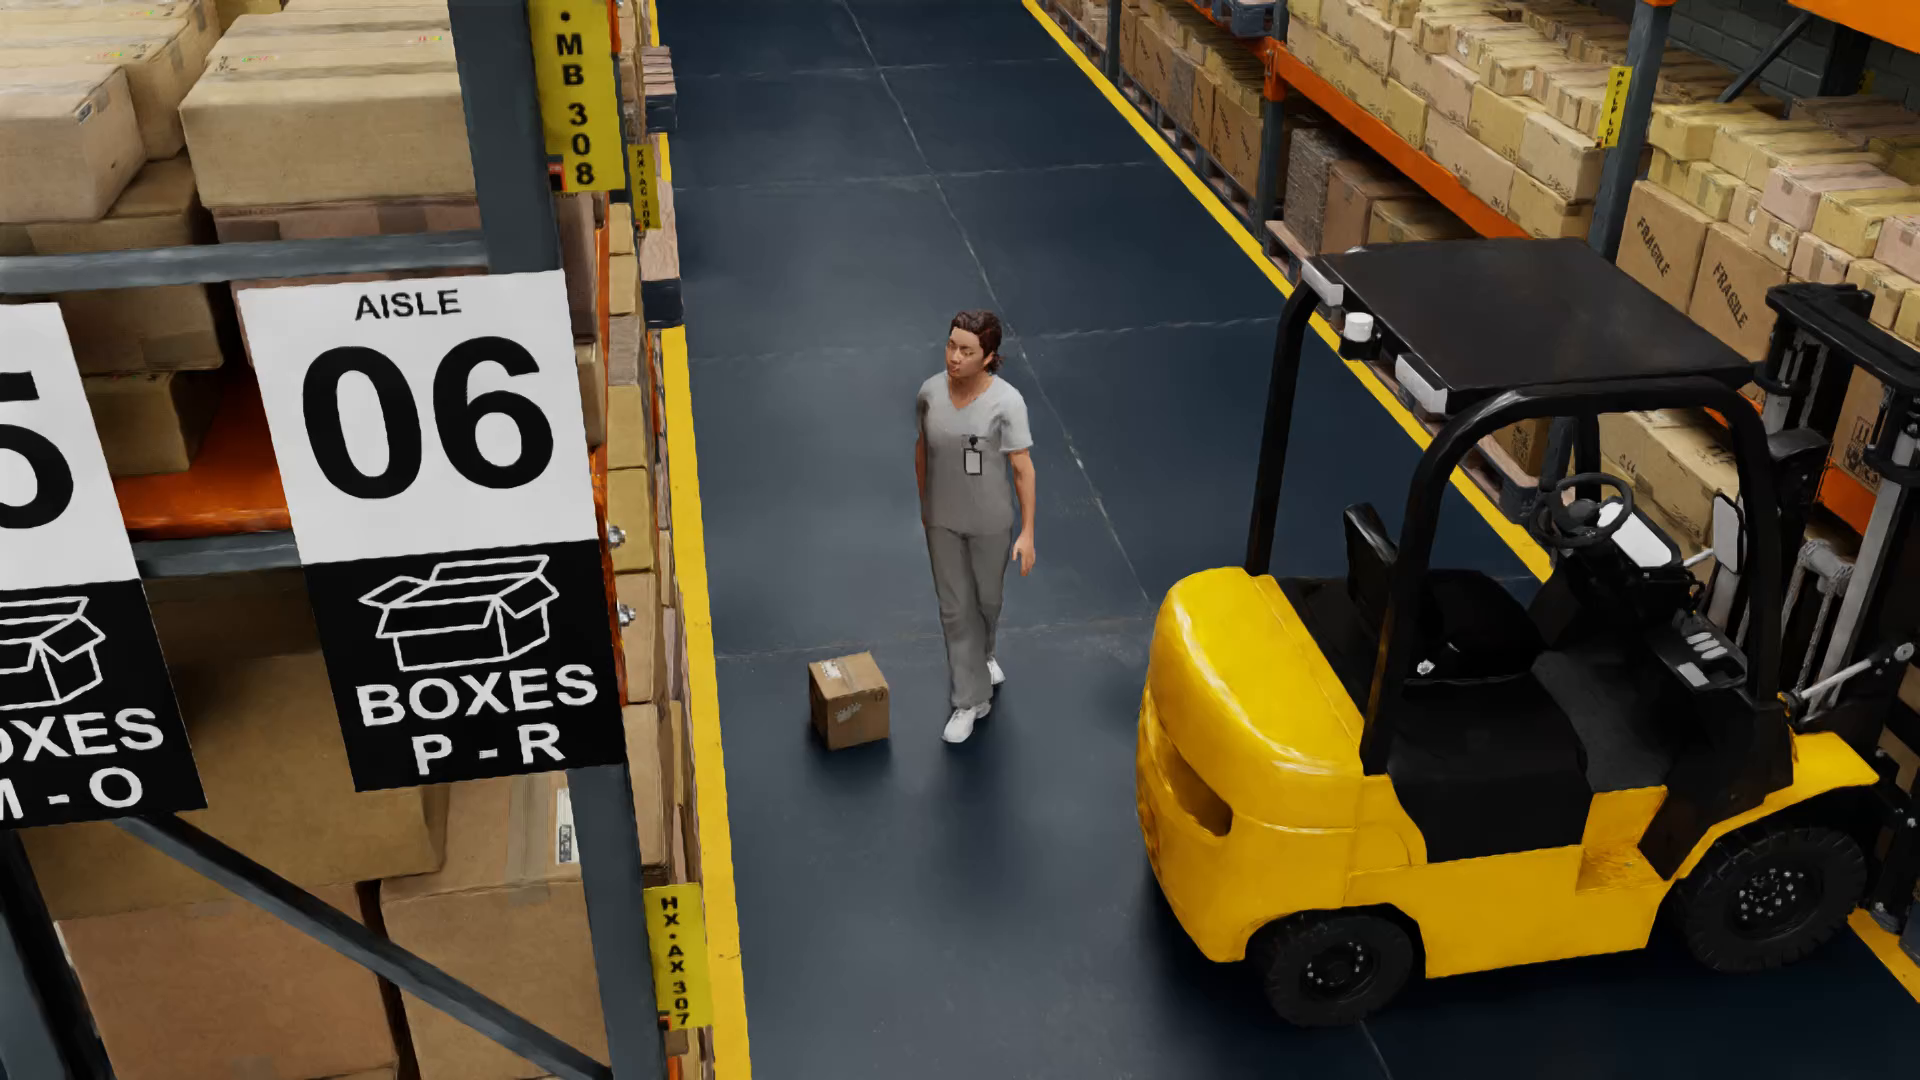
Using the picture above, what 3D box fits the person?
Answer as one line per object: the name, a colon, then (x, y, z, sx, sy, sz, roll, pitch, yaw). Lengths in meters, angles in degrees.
person: (0.062, -0.064, 6.245, 0.525, 1.659, 0.629, 8, 32, 13)
